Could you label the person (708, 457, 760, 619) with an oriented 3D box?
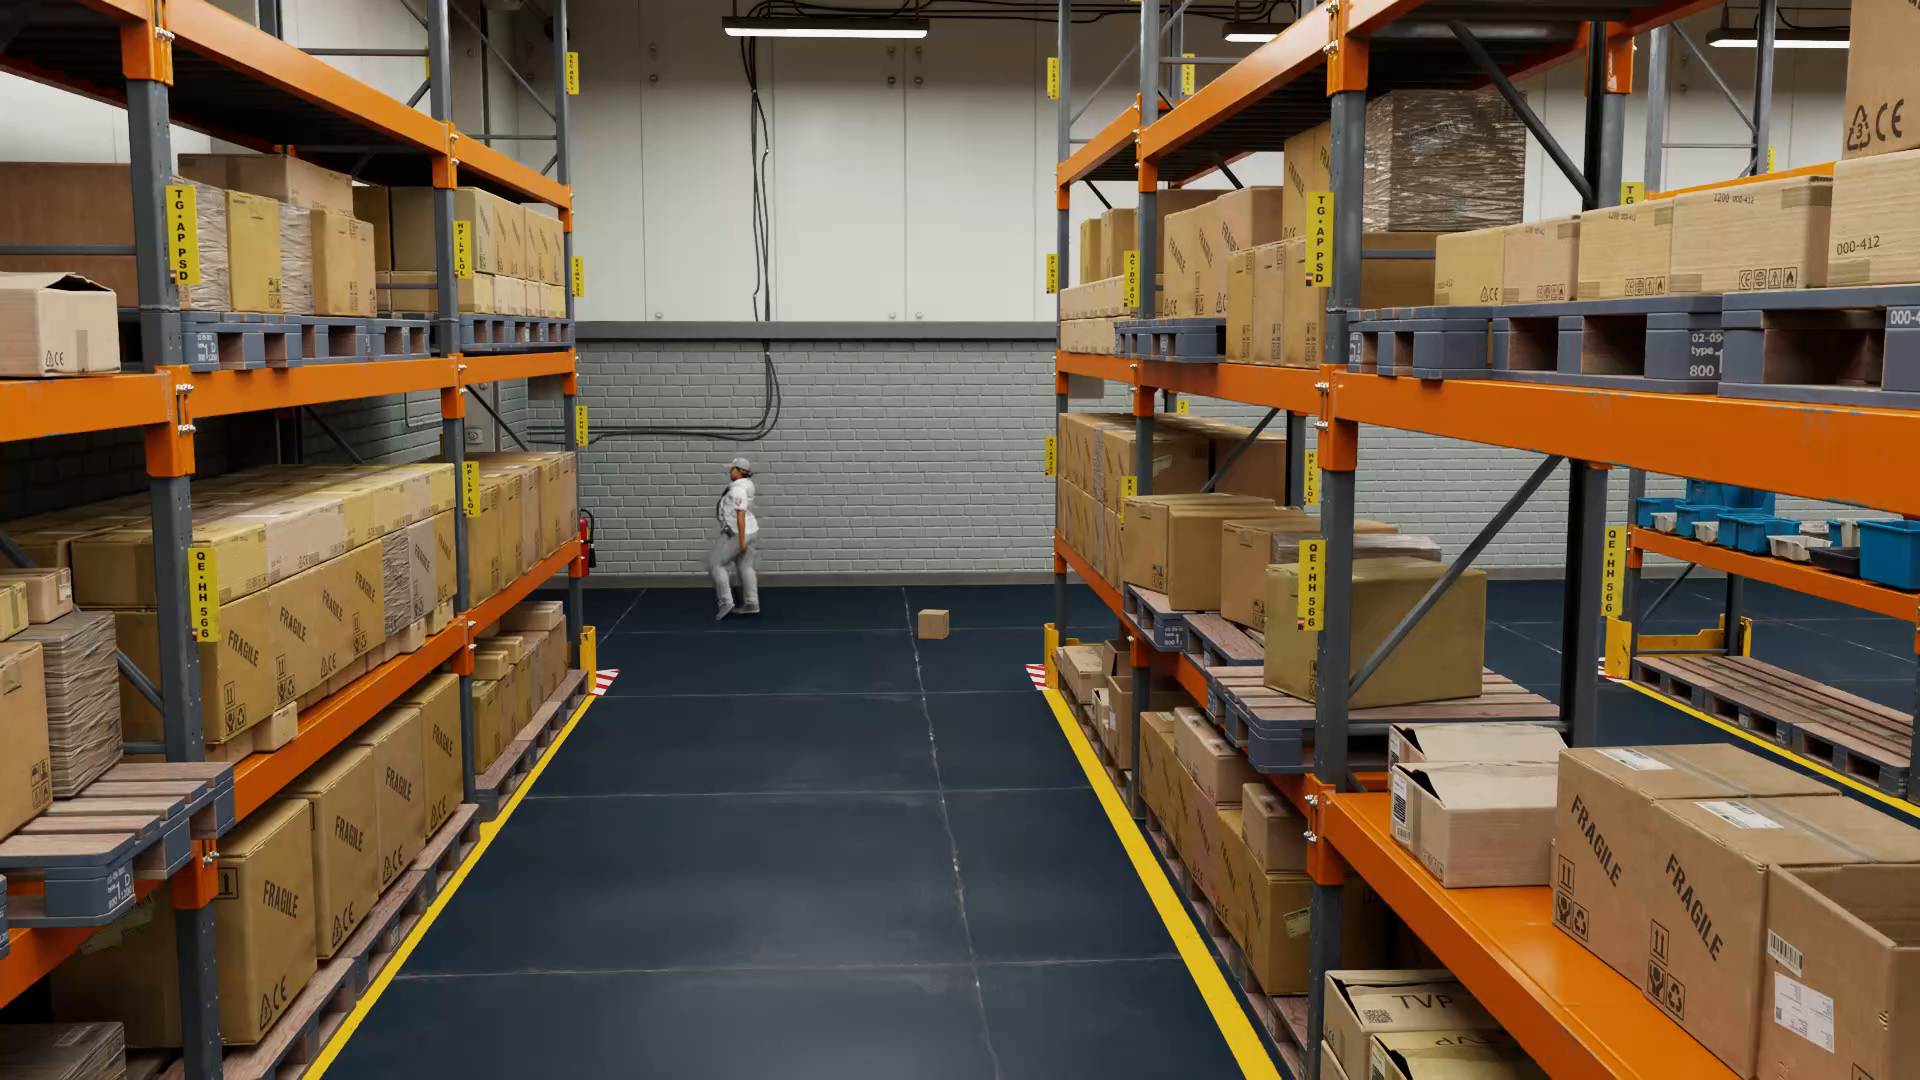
[{"bbox_3d":[-2.358,-0.007,17.419,0.489,1.725,0.479,2,7,13],"label":"person"}]
